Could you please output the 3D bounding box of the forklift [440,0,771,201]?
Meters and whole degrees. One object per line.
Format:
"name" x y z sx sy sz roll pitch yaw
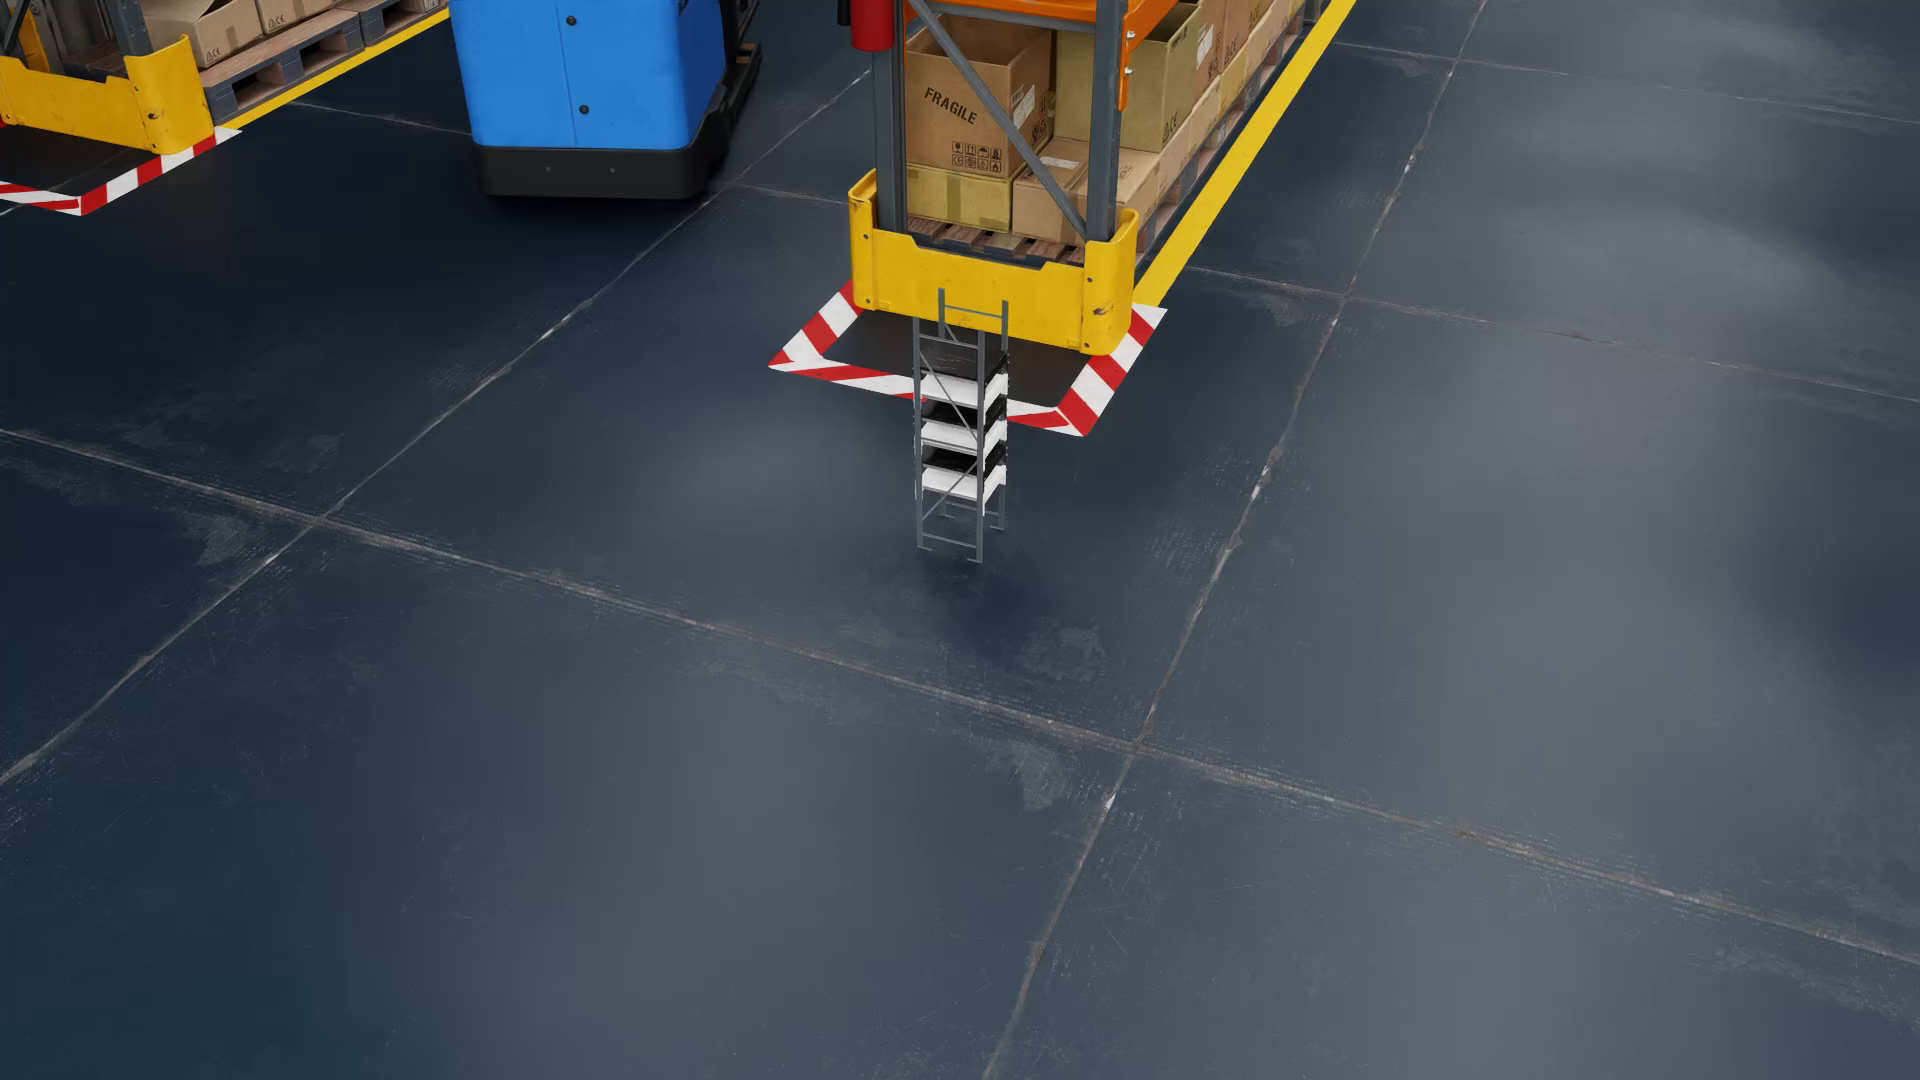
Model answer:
"forklift" -1.640 -3.620 8.145 1.130 2.935 3.031 4 37 5

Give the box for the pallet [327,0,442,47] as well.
"pallet" -3.609 -3.345 10.049 1.003 0.211 1.213 14 39 18

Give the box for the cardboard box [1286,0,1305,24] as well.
"cardboard box" 1.685 -3.153 9.409 0.500 0.250 0.500 14 39 18

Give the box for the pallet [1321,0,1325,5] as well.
"pallet" 1.904 -3.693 10.514 1.003 0.211 1.213 14 39 18

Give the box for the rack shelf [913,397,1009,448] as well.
"rack shelf" 0.003 -0.410 5.453 0.258 0.077 0.200 14 39 18

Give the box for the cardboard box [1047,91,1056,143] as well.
"cardboard box" 0.247 -1.889 7.718 0.500 0.250 0.500 14 39 18

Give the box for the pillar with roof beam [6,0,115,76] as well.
"pillar with roof beam" -0.997 -5.312 5.340 9.100 9.000 0.400 14 39 18

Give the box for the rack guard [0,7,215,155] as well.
"rack guard" -4.416 -2.346 8.471 1.175 0.500 0.348 14 39 18

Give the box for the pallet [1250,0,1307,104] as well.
"pallet" 1.318 -2.845 9.380 1.003 0.211 1.213 14 39 18

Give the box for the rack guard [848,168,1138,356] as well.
"rack guard" 0.128 -1.164 6.890 1.175 0.500 0.348 14 39 18

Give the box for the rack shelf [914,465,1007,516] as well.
"rack shelf" 0.003 -0.194 5.614 0.258 0.077 0.200 14 39 18

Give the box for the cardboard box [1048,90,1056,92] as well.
"cardboard box" 0.436 -2.166 8.089 0.500 0.250 0.500 14 39 18

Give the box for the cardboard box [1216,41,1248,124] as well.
"cardboard box" 1.120 -2.322 8.297 0.500 0.250 0.500 14 39 18

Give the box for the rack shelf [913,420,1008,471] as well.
"rack shelf" 0.003 -0.338 5.507 0.258 0.077 0.200 14 39 18

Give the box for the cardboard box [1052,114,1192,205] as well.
"cardboard box" 0.734 -1.769 7.557 0.500 0.250 0.500 14 39 18

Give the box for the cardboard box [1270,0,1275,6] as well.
"cardboard box" 1.484 -3.180 8.818 0.500 0.500 0.500 14 39 18

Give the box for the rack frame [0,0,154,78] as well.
"rack frame" -4.445 -3.305 7.666 1.000 3.000 0.127 14 39 18

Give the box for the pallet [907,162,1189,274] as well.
"pallet" 0.390 -1.495 7.573 1.003 0.211 1.213 14 39 18

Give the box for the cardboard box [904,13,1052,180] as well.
"cardboard box" 0.066 -1.910 7.120 0.500 0.500 0.500 14 39 18

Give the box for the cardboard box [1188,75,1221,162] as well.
"cardboard box" 0.925 -2.046 7.928 0.500 0.250 0.500 14 39 18

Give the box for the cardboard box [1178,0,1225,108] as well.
"cardboard box" 0.914 -2.349 7.707 0.500 0.500 0.500 14 39 18

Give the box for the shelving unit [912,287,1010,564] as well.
"shelving unit" 0.003 -0.365 5.487 0.258 0.900 0.210 14 39 18

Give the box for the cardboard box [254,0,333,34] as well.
"cardboard box" -3.882 -3.082 9.247 0.500 0.311 0.500 17 40 21

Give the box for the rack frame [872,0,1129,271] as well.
"rack frame" 0.137 -2.178 6.159 1.000 3.000 0.127 14 39 18

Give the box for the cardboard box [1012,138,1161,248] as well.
"cardboard box" 0.547 -1.492 7.186 0.500 0.250 0.500 14 39 18

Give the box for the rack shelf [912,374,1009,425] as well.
"rack shelf" 0.003 -0.482 5.399 0.258 0.077 0.200 14 39 18

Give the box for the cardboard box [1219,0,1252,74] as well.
"cardboard box" 1.120 -2.622 8.072 0.500 0.500 0.500 14 39 18

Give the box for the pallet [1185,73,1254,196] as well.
"pallet" 0.855 -2.168 8.474 1.003 0.211 1.213 14 39 18

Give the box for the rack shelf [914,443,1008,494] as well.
"rack shelf" 0.003 -0.266 5.560 0.258 0.077 0.200 14 39 18

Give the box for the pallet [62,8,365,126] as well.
"pallet" -4.074 -2.672 9.148 1.003 0.211 1.213 14 39 18

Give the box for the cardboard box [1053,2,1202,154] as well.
"cardboard box" 0.736 -2.069 7.332 0.500 0.500 0.500 14 39 18

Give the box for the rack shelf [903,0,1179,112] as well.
"rack shelf" 0.898 -2.998 7.856 1.077 0.370 4.000 14 39 18

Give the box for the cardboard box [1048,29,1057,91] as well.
"cardboard box" 0.433 -2.467 7.865 0.500 0.500 0.500 14 39 18

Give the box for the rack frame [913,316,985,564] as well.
"rack frame" -0.036 -0.309 5.411 0.240 0.900 0.006 14 39 18

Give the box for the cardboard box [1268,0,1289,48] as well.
"cardboard box" 1.486 -2.879 9.042 0.500 0.250 0.500 14 39 18

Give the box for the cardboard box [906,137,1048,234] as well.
"cardboard box" 0.068 -1.609 7.344 0.500 0.250 0.500 14 39 18

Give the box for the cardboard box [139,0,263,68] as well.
"cardboard box" -4.099 -2.767 8.824 0.500 0.311 0.500 10 38 13

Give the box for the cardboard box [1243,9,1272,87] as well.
"cardboard box" 1.309 -2.599 8.667 0.500 0.250 0.500 14 39 18

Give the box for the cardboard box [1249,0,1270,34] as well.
"cardboard box" 1.297 -2.902 8.446 0.500 0.500 0.500 14 39 18

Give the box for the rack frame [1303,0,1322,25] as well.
"rack frame" 1.659 -4.393 9.122 1.000 3.000 0.127 14 39 18

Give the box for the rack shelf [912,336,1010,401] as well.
"rack shelf" 0.003 -0.555 5.345 0.258 0.077 0.200 14 39 18

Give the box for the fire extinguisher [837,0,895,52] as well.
"fire extinguisher" -0.337 -2.188 6.236 0.296 0.674 0.183 14 39 18

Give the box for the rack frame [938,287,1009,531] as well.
"rack frame" 0.042 -0.421 5.562 0.240 0.900 0.006 14 39 18
